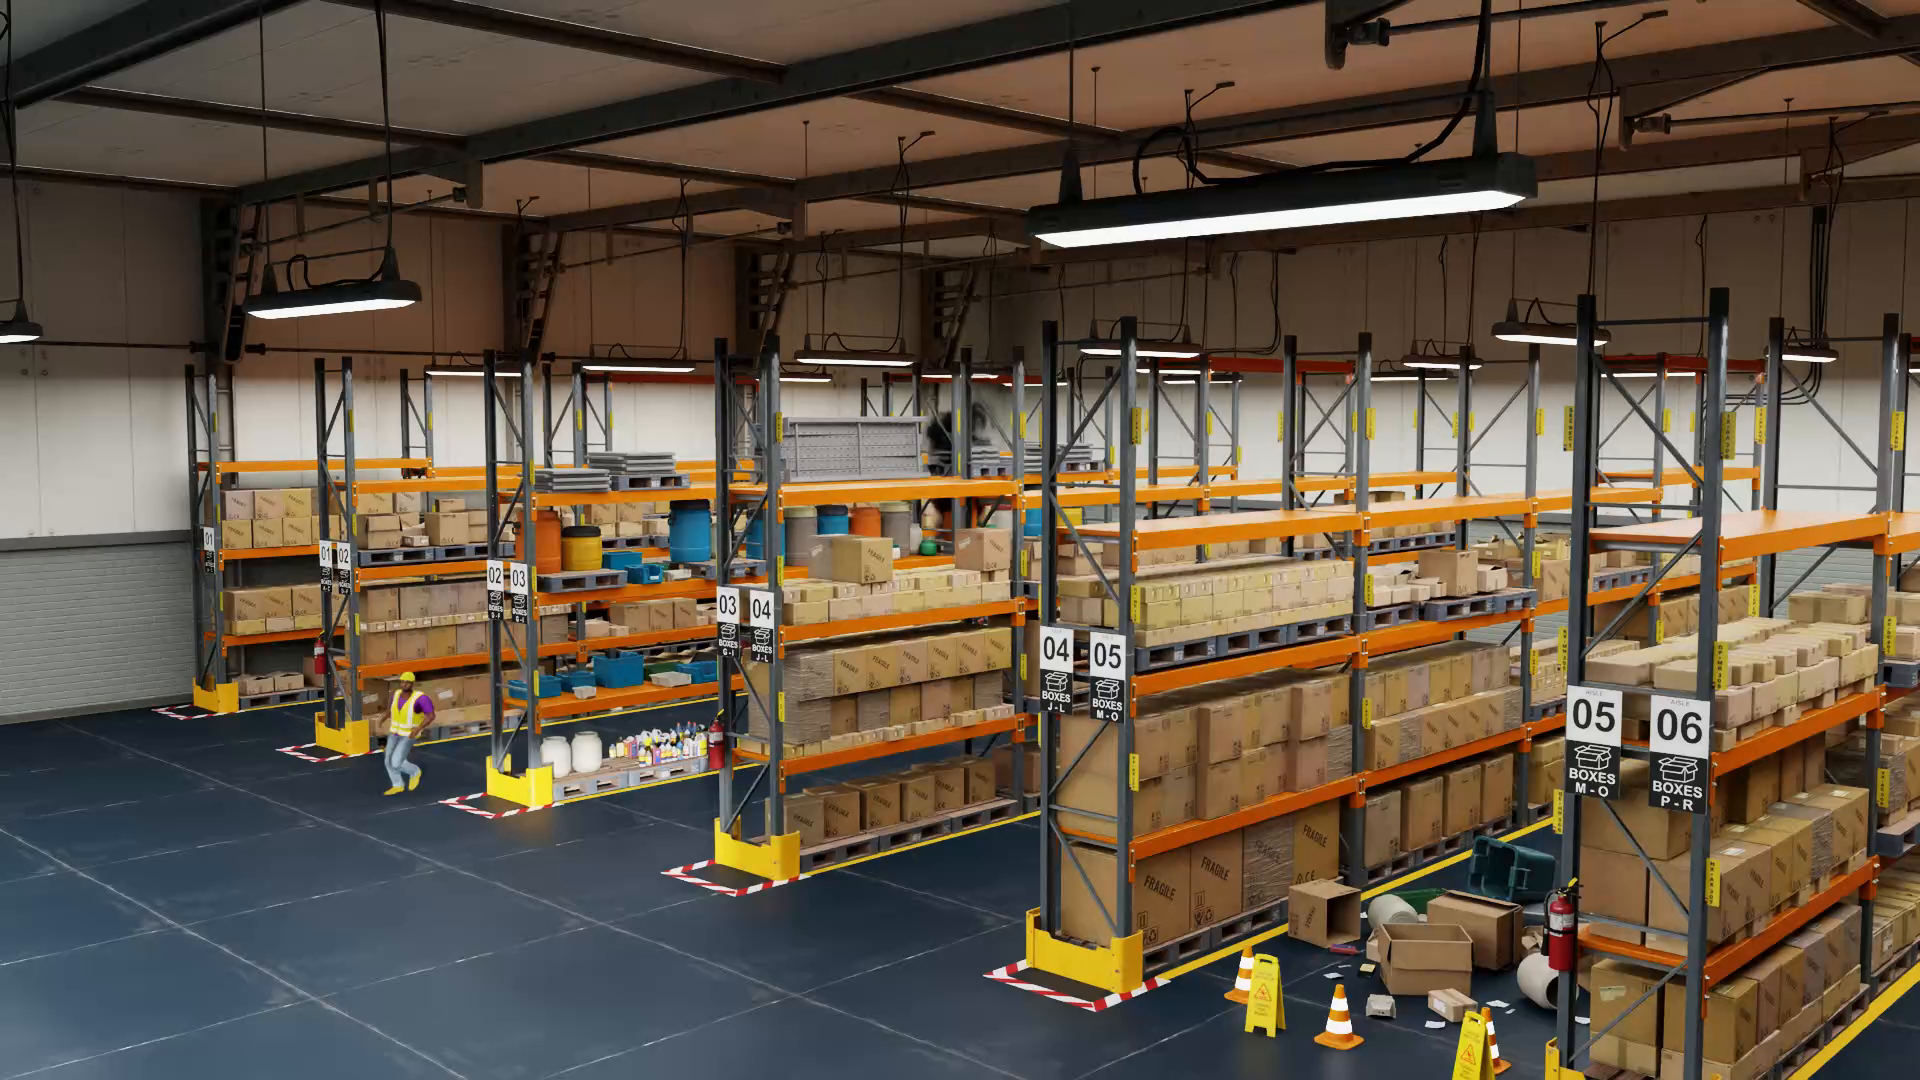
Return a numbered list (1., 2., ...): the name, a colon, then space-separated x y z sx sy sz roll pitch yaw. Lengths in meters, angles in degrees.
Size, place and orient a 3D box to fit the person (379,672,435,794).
1. person: -7.488 2.605 22.433 0.701 1.686 0.555 2 5 25
